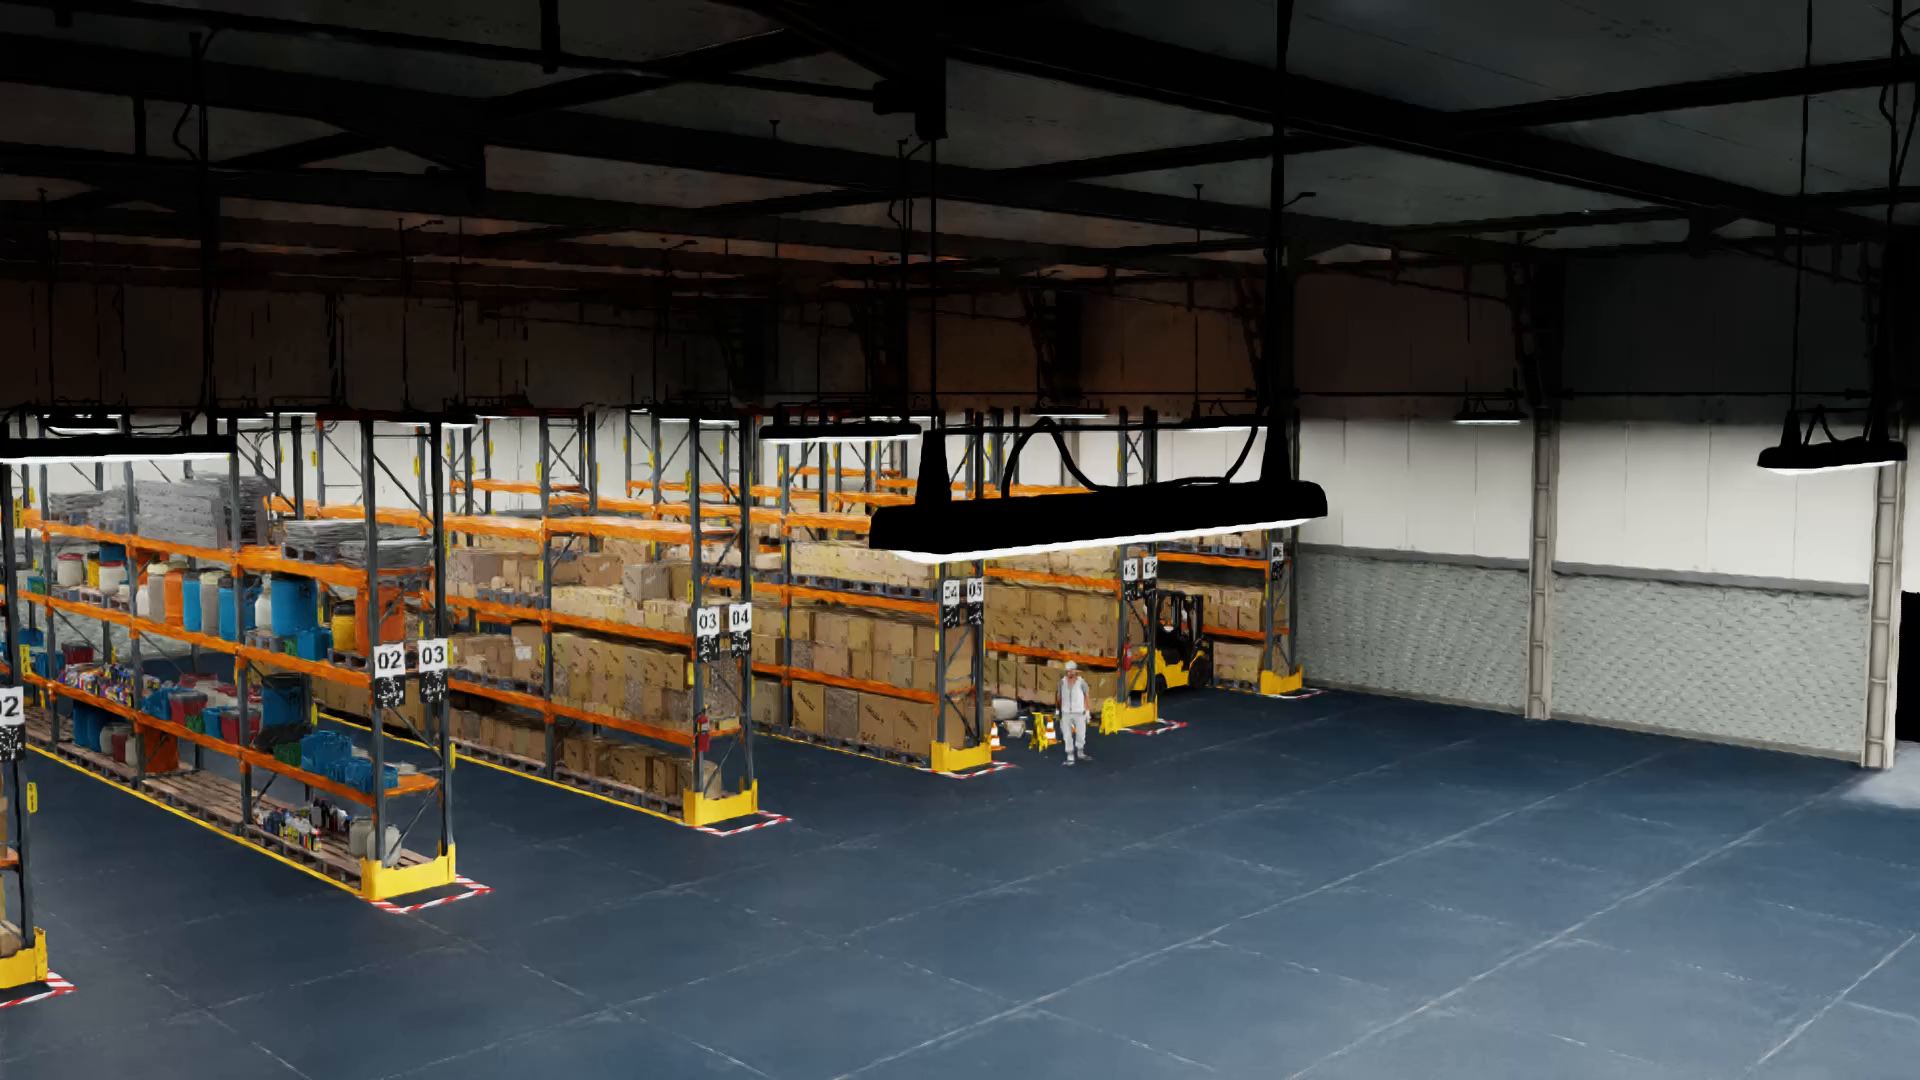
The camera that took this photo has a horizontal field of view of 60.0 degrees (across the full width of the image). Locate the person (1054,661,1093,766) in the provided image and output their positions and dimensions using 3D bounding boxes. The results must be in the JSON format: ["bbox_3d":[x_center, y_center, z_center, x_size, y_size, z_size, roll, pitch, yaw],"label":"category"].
[{"bbox_3d":[1.936,2.937,28.406,0.646,1.781,0.553,1,5,14],"label":"person"}]
